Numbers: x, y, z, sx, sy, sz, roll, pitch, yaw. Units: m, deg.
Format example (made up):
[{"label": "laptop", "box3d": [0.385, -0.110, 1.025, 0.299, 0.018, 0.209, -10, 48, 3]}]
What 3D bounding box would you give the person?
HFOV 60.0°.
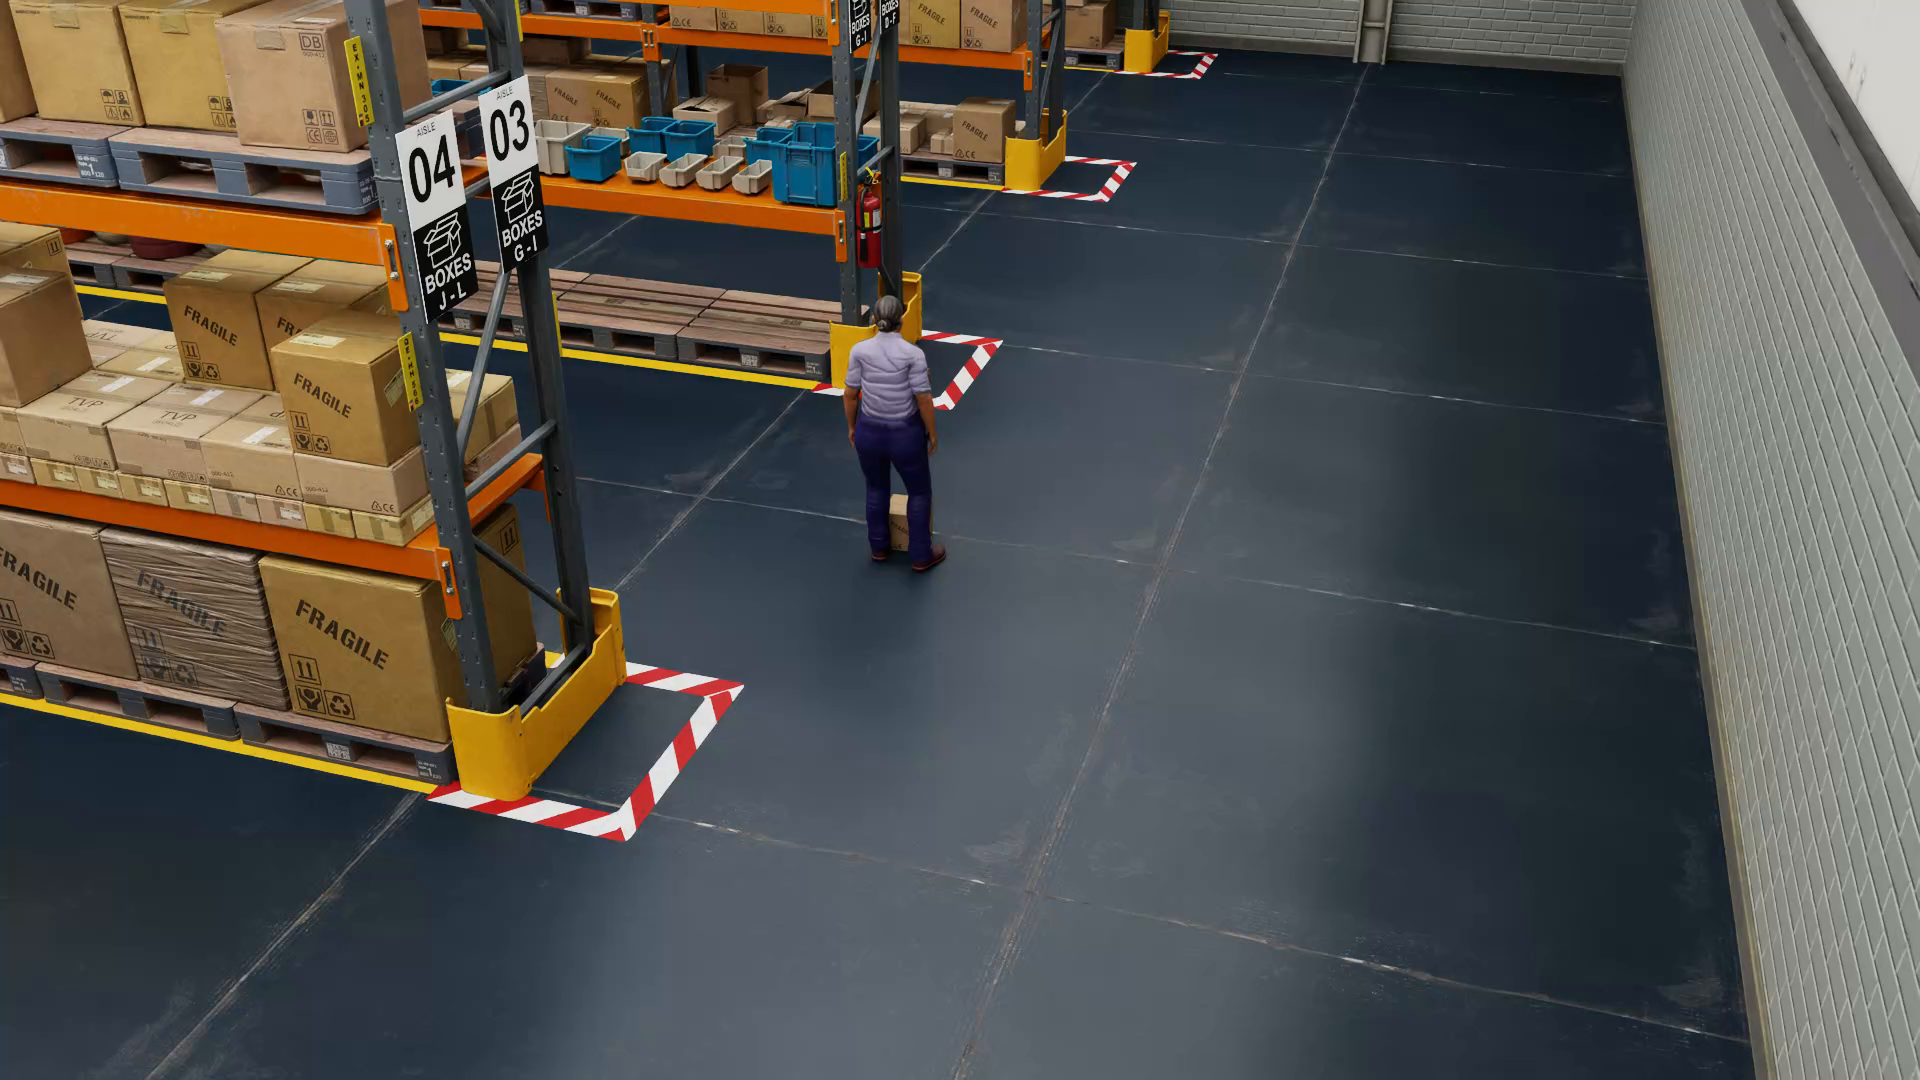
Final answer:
[{"label": "person", "box3d": [-0.373, -0.620, 9.608, 0.562, 1.653, 0.384, 7, 30, 13]}]
